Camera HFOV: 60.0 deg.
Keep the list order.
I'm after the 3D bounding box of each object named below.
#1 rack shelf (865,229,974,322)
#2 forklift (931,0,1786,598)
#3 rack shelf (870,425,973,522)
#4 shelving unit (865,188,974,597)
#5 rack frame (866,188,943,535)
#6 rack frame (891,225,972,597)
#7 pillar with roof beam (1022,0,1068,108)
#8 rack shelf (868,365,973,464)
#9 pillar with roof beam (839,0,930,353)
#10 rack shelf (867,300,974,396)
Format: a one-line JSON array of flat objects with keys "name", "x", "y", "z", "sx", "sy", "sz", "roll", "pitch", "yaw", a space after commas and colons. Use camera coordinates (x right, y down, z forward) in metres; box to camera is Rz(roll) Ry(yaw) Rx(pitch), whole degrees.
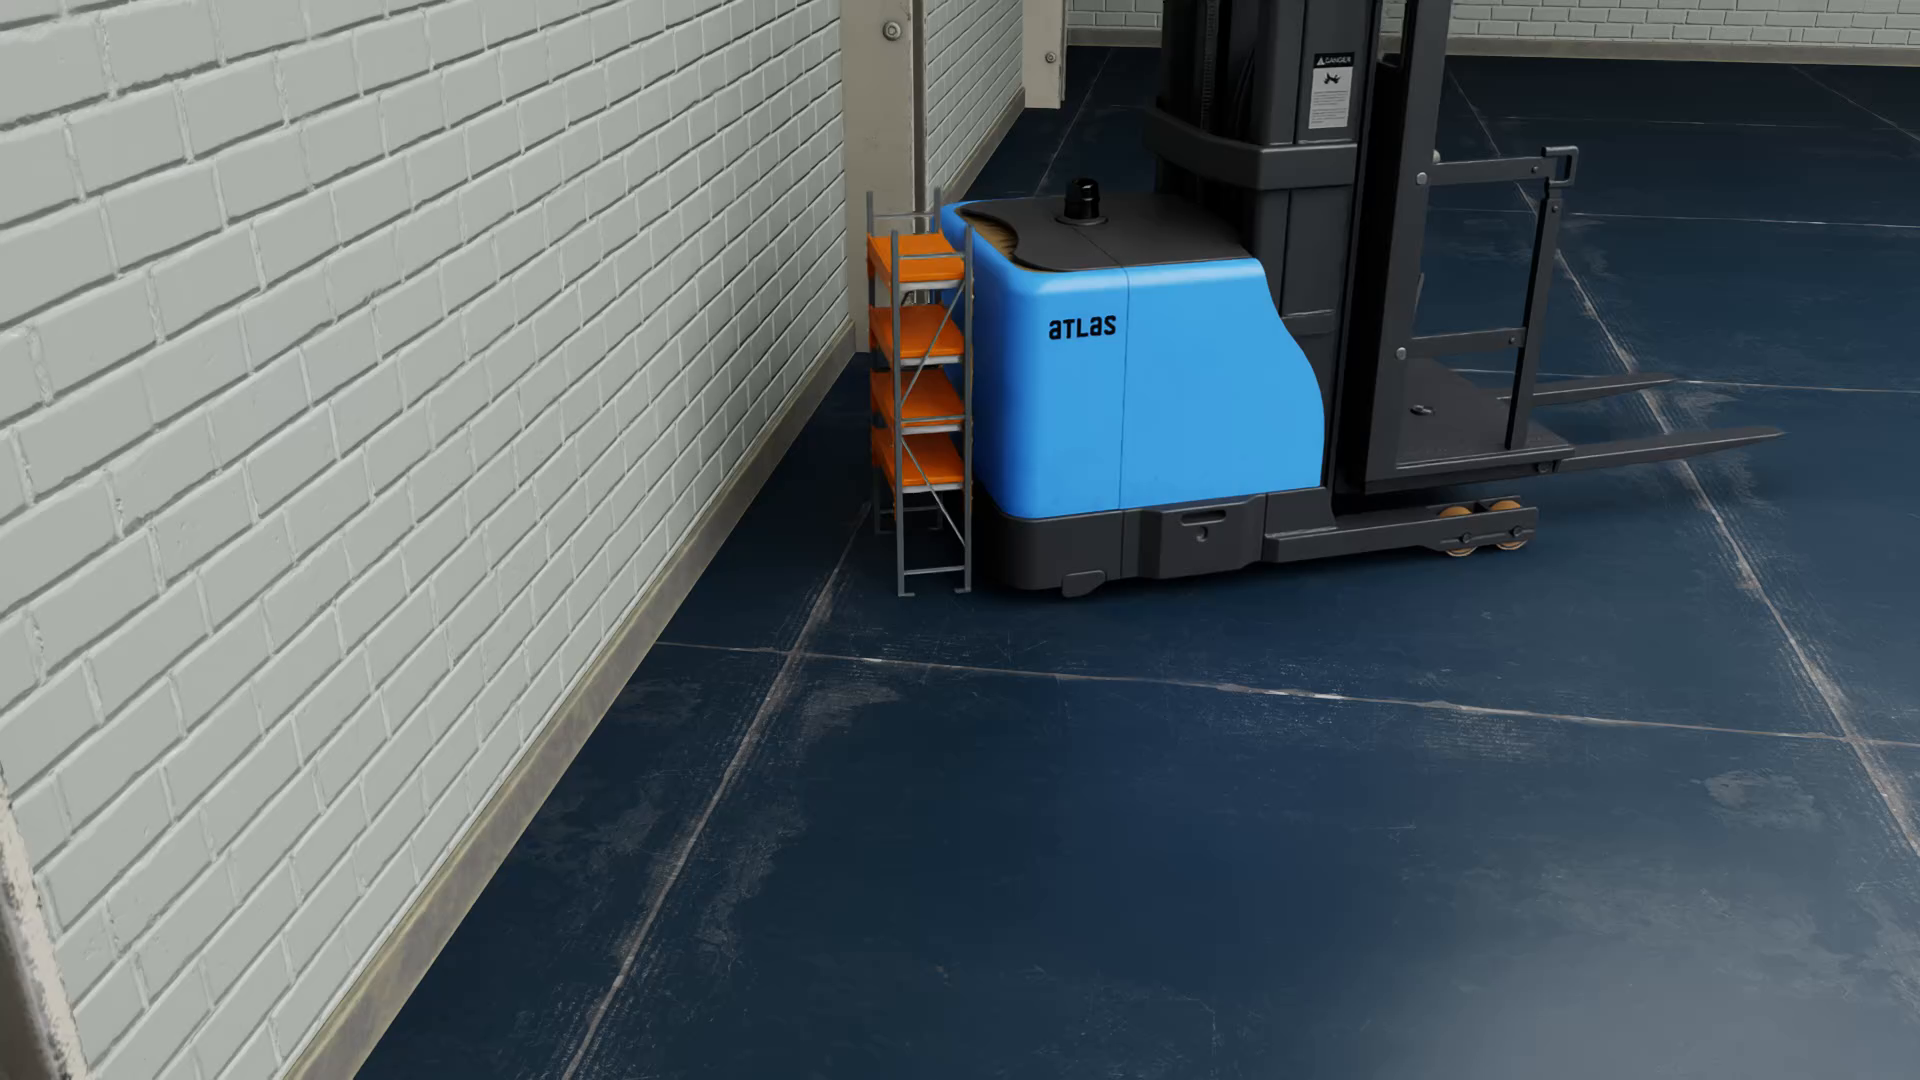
[{"name": "rack shelf", "x": -0.132, "y": -0.829, "z": 5.178, "sx": 0.258, "sy": 0.148, "sz": 0.480, "roll": -5, "pitch": 26, "yaw": -10}, {"name": "forklift", "x": 1.465, "y": -1.479, "z": 5.453, "sx": 3.031, "sy": 2.935, "sz": 1.130, "roll": -7, "pitch": 26, "yaw": -14}, {"name": "rack shelf", "x": -0.132, "y": -0.232, "z": 5.458, "sx": 0.258, "sy": 0.148, "sz": 0.480, "roll": -5, "pitch": 26, "yaw": -10}, {"name": "shelving unit", "x": -0.132, "y": -0.473, "z": 5.345, "sx": 0.258, "sy": 1.200, "sz": 0.503, "roll": -5, "pitch": 26, "yaw": -10}, {"name": "rack frame", "x": -0.180, "y": -0.574, "z": 5.561, "sx": 0.240, "sy": 1.200, "sz": 0.015, "roll": -5, "pitch": 26, "yaw": -10}, {"name": "rack frame", "x": -0.084, "y": -0.371, "z": 5.128, "sx": 0.240, "sy": 1.200, "sz": 0.015, "roll": -5, "pitch": 26, "yaw": -10}, {"name": "pillar with roof beam", "x": 4.900, "y": -7.221, "z": 10.562, "sx": 9.100, "sy": 9.000, "sz": 0.400, "roll": 4, "pitch": 25, "yaw": 9}, {"name": "rack shelf", "x": -0.132, "y": -0.412, "z": 5.373, "sx": 0.258, "sy": 0.148, "sz": 0.480, "roll": -5, "pitch": 26, "yaw": -10}, {"name": "pillar with roof beam", "x": 3.920, "y": -4.712, "z": 5.201, "sx": 9.100, "sy": 9.000, "sz": 0.400, "roll": 4, "pitch": 25, "yaw": 9}, {"name": "rack shelf", "x": -0.132, "y": -0.614, "z": 5.279, "sx": 0.258, "sy": 0.148, "sz": 0.480, "roll": -5, "pitch": 26, "yaw": -10}]
